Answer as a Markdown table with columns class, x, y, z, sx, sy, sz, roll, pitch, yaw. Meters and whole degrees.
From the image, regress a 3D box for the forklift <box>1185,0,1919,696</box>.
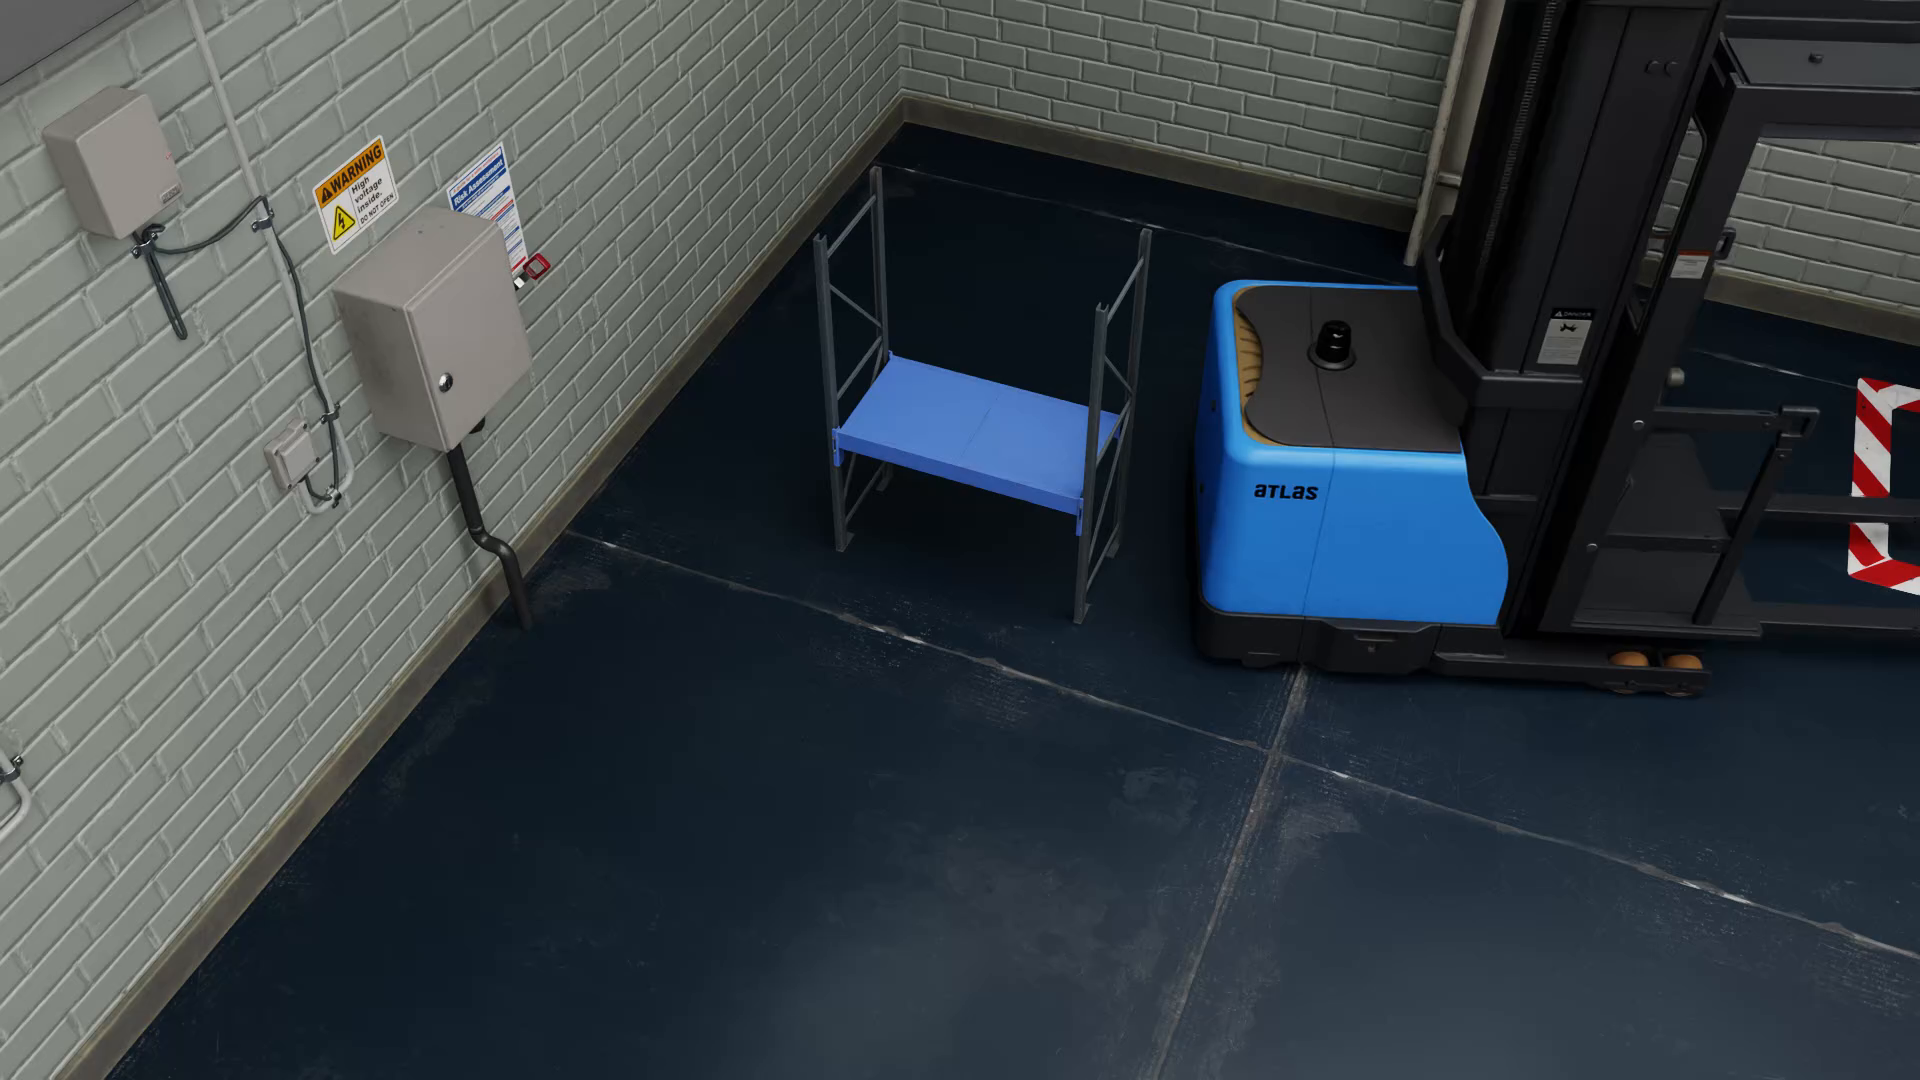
| class | x | y | z | sx | sy | sz | roll | pitch | yaw |
| --- | --- | --- | --- | --- | --- | --- | --- | --- | --- |
| forklift | 2.416 | -0.850 | 5.526 | 3.031 | 2.935 | 1.130 | 3 | 45 | 3 |

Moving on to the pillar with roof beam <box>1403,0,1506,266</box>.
| class | x | y | z | sx | sy | sz | roll | pitch | yaw |
| --- | --- | --- | --- | --- | --- | --- | --- | --- | --- |
| pillar with roof beam | 0.740 | -1.779 | 2.158 | 0.400 | 9.000 | 9.100 | 16 | 47 | 16 |

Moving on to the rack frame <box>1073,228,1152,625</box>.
| class | x | y | z | sx | sy | sz | roll | pitch | yaw |
| --- | --- | --- | --- | --- | --- | --- | --- | --- | --- |
| rack frame | 0.548 | -0.370 | 6.059 | 0.032 | 1.500 | 0.500 | 16 | 47 | 16 |

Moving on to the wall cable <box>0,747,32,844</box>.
| class | x | y | z | sx | sy | sz | roll | pitch | yaw |
| --- | --- | --- | --- | --- | --- | --- | --- | --- | --- |
| wall cable | -2.581 | 0.209 | 3.671 | 0.123 | 1.953 | 0.585 | 16 | 47 | 16 |

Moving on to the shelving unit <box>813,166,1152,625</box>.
| class | x | y | z | sx | sy | sz | roll | pitch | yaw |
| --- | --- | --- | --- | --- | --- | --- | --- | --- | --- |
| shelving unit | 0.079 | -0.508 | 6.198 | 1.048 | 1.500 | 0.538 | 16 | 47 | 16 |

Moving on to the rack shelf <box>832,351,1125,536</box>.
| class | x | y | z | sx | sy | sz | roll | pitch | yaw |
| --- | --- | --- | --- | --- | --- | --- | --- | --- | --- |
| rack shelf | 0.079 | -0.381 | 6.325 | 1.000 | 0.185 | 0.538 | 16 | 47 | 16 |

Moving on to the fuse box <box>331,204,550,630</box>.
| class | x | y | z | sx | sy | sz | roll | pitch | yaw |
| --- | --- | --- | --- | --- | --- | --- | --- | --- | --- |
| fuse box | -1.638 | -0.291 | 5.829 | 0.414 | 1.711 | 0.539 | 16 | 47 | 16 |

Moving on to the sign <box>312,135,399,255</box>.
| class | x | y | z | sx | sy | sz | roll | pitch | yaw |
| --- | --- | --- | --- | --- | --- | --- | --- | --- | --- |
| sign | -1.850 | -1.060 | 5.104 | 0.001 | 0.242 | 0.339 | 16 | 47 | 16 |

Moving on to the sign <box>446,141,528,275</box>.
| class | x | y | z | sx | sy | sz | roll | pitch | yaw |
| --- | --- | --- | --- | --- | --- | --- | --- | --- | --- |
| sign | -1.639 | -1.091 | 5.788 | 0.001 | 0.494 | 0.329 | 16 | 47 | 16 |

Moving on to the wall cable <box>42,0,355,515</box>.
| class | x | y | z | sx | sy | sz | roll | pitch | yaw |
| --- | --- | --- | --- | --- | --- | --- | --- | --- | --- |
| wall cable | -2.046 | -0.706 | 4.613 | 0.122 | 1.984 | 0.588 | 16 | 47 | 16 |

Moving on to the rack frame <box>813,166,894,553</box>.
| class | x | y | z | sx | sy | sz | roll | pitch | yaw |
| --- | --- | --- | --- | --- | --- | --- | --- | --- | --- |
| rack frame | -0.390 | -0.647 | 6.336 | 0.032 | 1.500 | 0.500 | 16 | 47 | 16 |
